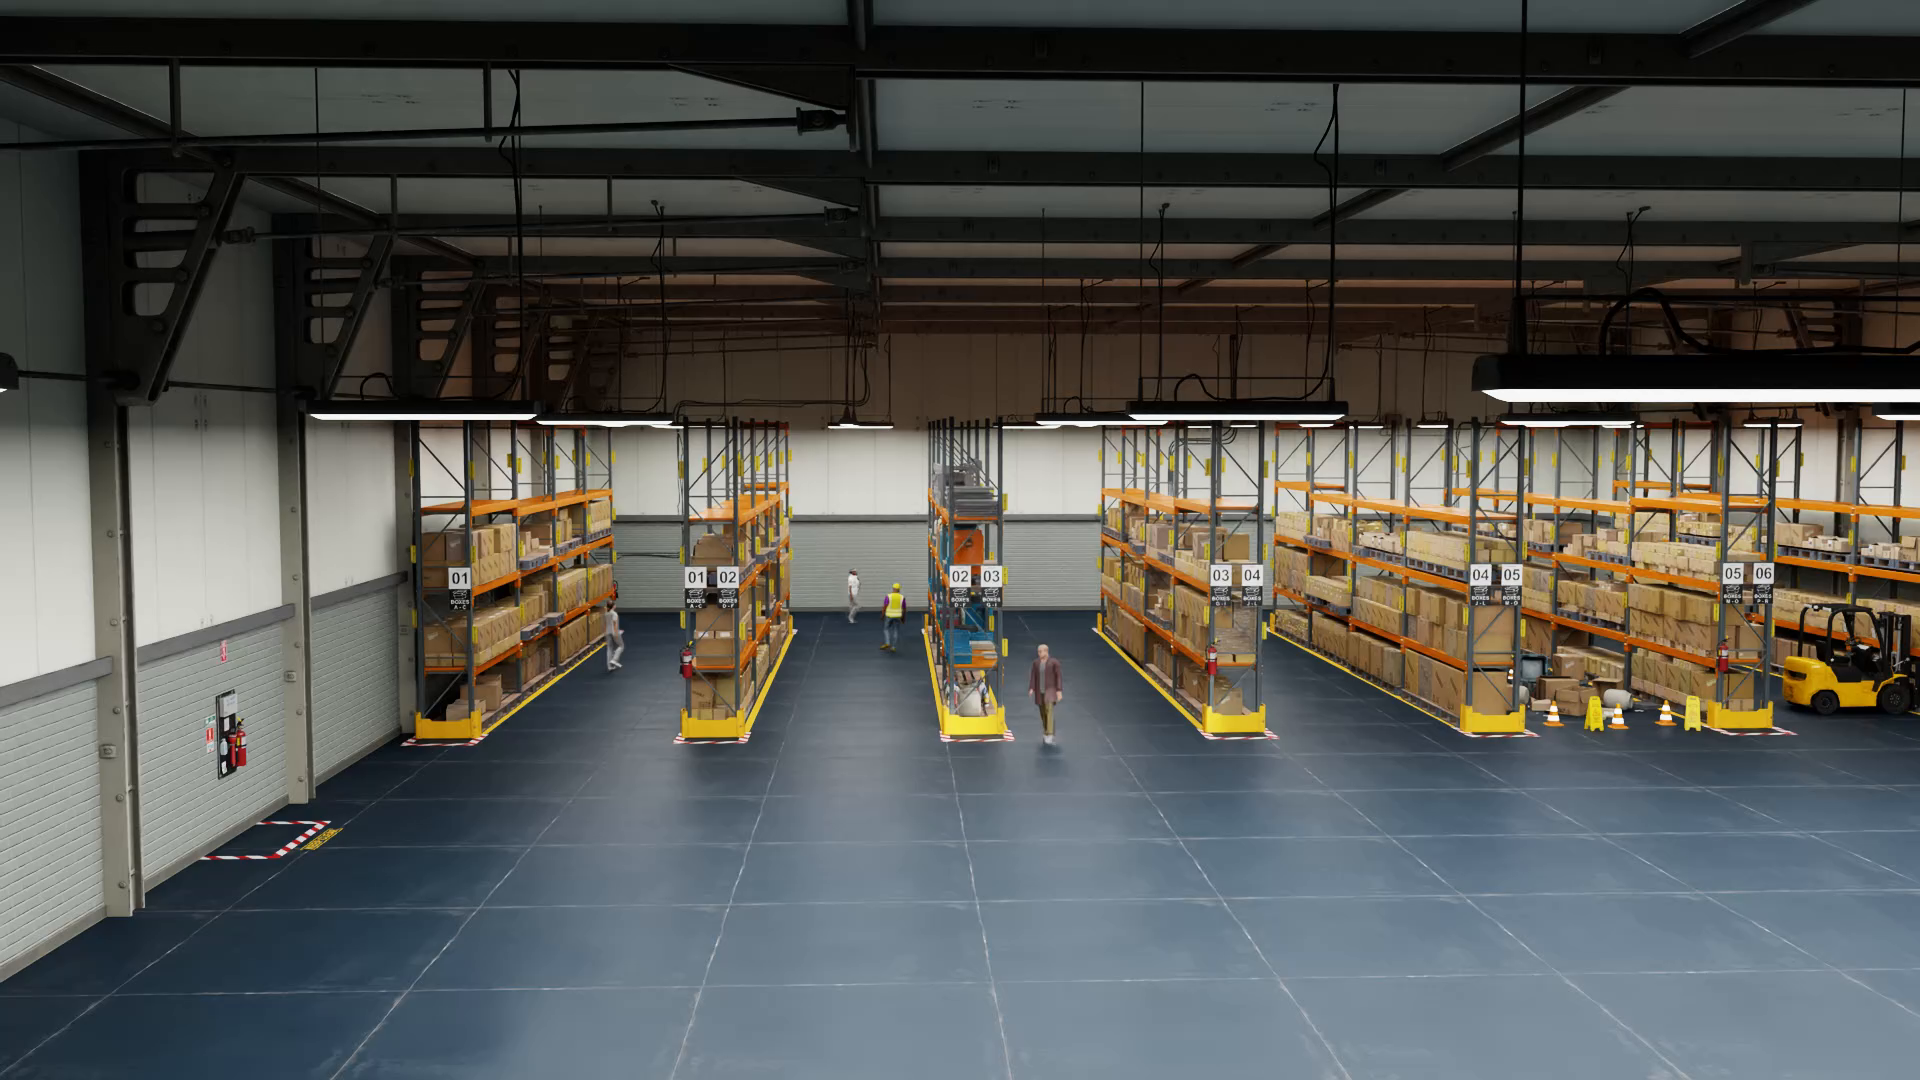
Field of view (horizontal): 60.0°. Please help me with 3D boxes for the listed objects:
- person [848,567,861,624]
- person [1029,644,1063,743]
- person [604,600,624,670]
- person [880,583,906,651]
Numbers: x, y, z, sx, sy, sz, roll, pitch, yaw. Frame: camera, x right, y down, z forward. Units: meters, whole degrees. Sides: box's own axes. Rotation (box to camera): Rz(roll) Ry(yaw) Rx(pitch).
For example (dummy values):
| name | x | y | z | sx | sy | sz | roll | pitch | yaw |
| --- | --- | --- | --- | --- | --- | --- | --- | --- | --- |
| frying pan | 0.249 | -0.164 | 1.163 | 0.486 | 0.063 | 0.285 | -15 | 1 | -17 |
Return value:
| name | x | y | z | sx | sy | sz | roll | pitch | yaw |
| --- | --- | --- | --- | --- | --- | --- | --- | --- | --- |
| person | -3.151 | 1.644 | 49.578 | 0.410 | 1.703 | 0.470 | 0 | 4 | 0 |
| person | 1.534 | 2.836 | 30.711 | 0.667 | 1.774 | 0.801 | 2 | 4 | 32 |
| person | -8.353 | 2.276 | 39.931 | 0.488 | 1.656 | 0.472 | 1 | 4 | 15 |
| person | -1.748 | 2.007 | 43.362 | 0.703 | 1.754 | 0.419 | -1 | 4 | -9 |
